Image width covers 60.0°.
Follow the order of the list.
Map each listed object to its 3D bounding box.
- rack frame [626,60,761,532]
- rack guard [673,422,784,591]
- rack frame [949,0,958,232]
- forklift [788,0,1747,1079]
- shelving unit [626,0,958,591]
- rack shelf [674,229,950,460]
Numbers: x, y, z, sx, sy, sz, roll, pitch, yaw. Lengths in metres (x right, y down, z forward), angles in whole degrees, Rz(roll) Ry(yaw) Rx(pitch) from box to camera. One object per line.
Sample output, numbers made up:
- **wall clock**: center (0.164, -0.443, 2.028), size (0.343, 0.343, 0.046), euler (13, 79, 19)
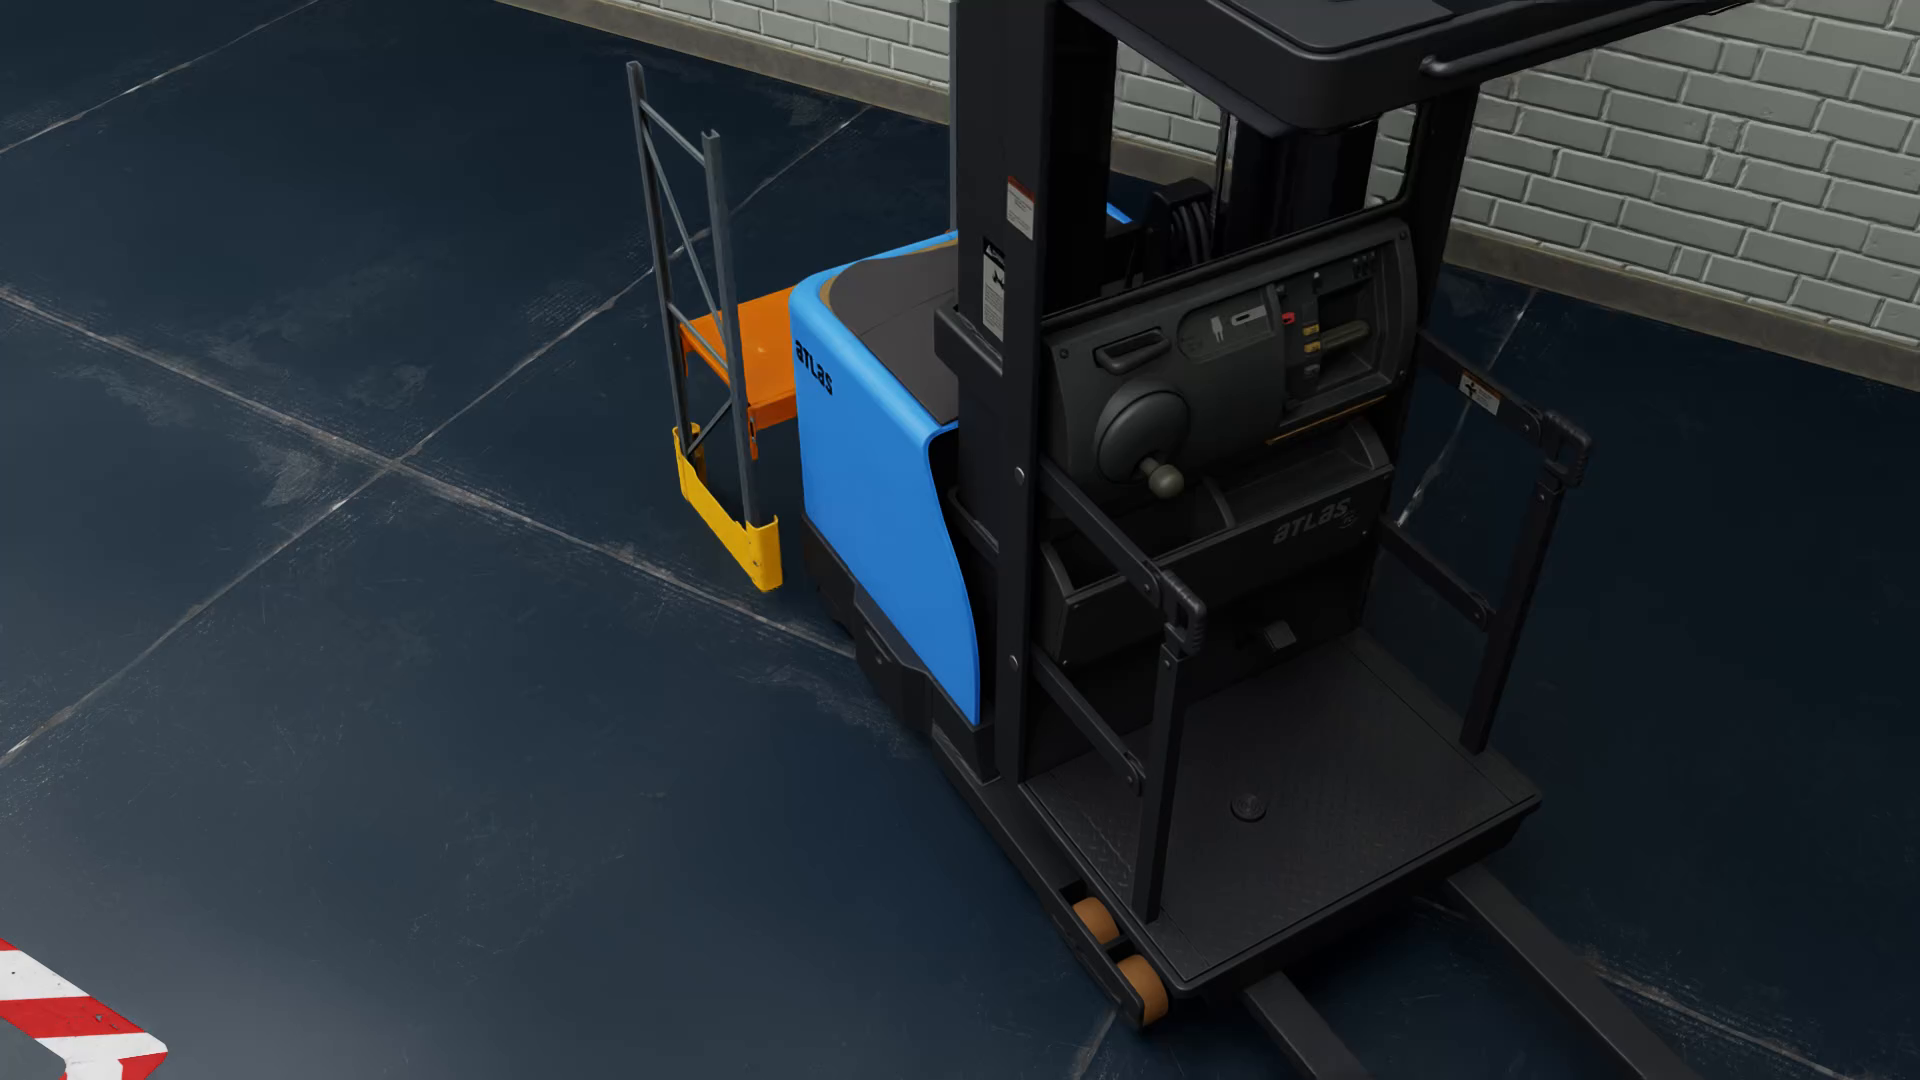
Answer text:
- **rack frame**: center (-0.742, -0.572, 4.765), size (0.032, 1.500, 0.500), euler (-23, 46, -24)
- **rack guard**: center (-0.725, -0.110, 5.185), size (0.087, 0.250, 0.587), euler (-23, 46, -24)
- **rack frame**: center (0.115, -0.934, 5.176), size (0.032, 1.500, 0.500), euler (-23, 46, -24)
- **forklift**: center (0.707, -0.304, 3.377), size (1.130, 2.935, 3.031), euler (-21, 46, -22)
- **shelving unit**: center (-0.306, -0.756, 4.974), size (1.083, 1.500, 0.587), euler (-23, 46, -24)
- **rack shelf**: center (-0.314, -0.618, 5.089), size (1.000, 0.185, 0.538), euler (-23, 46, -24)
